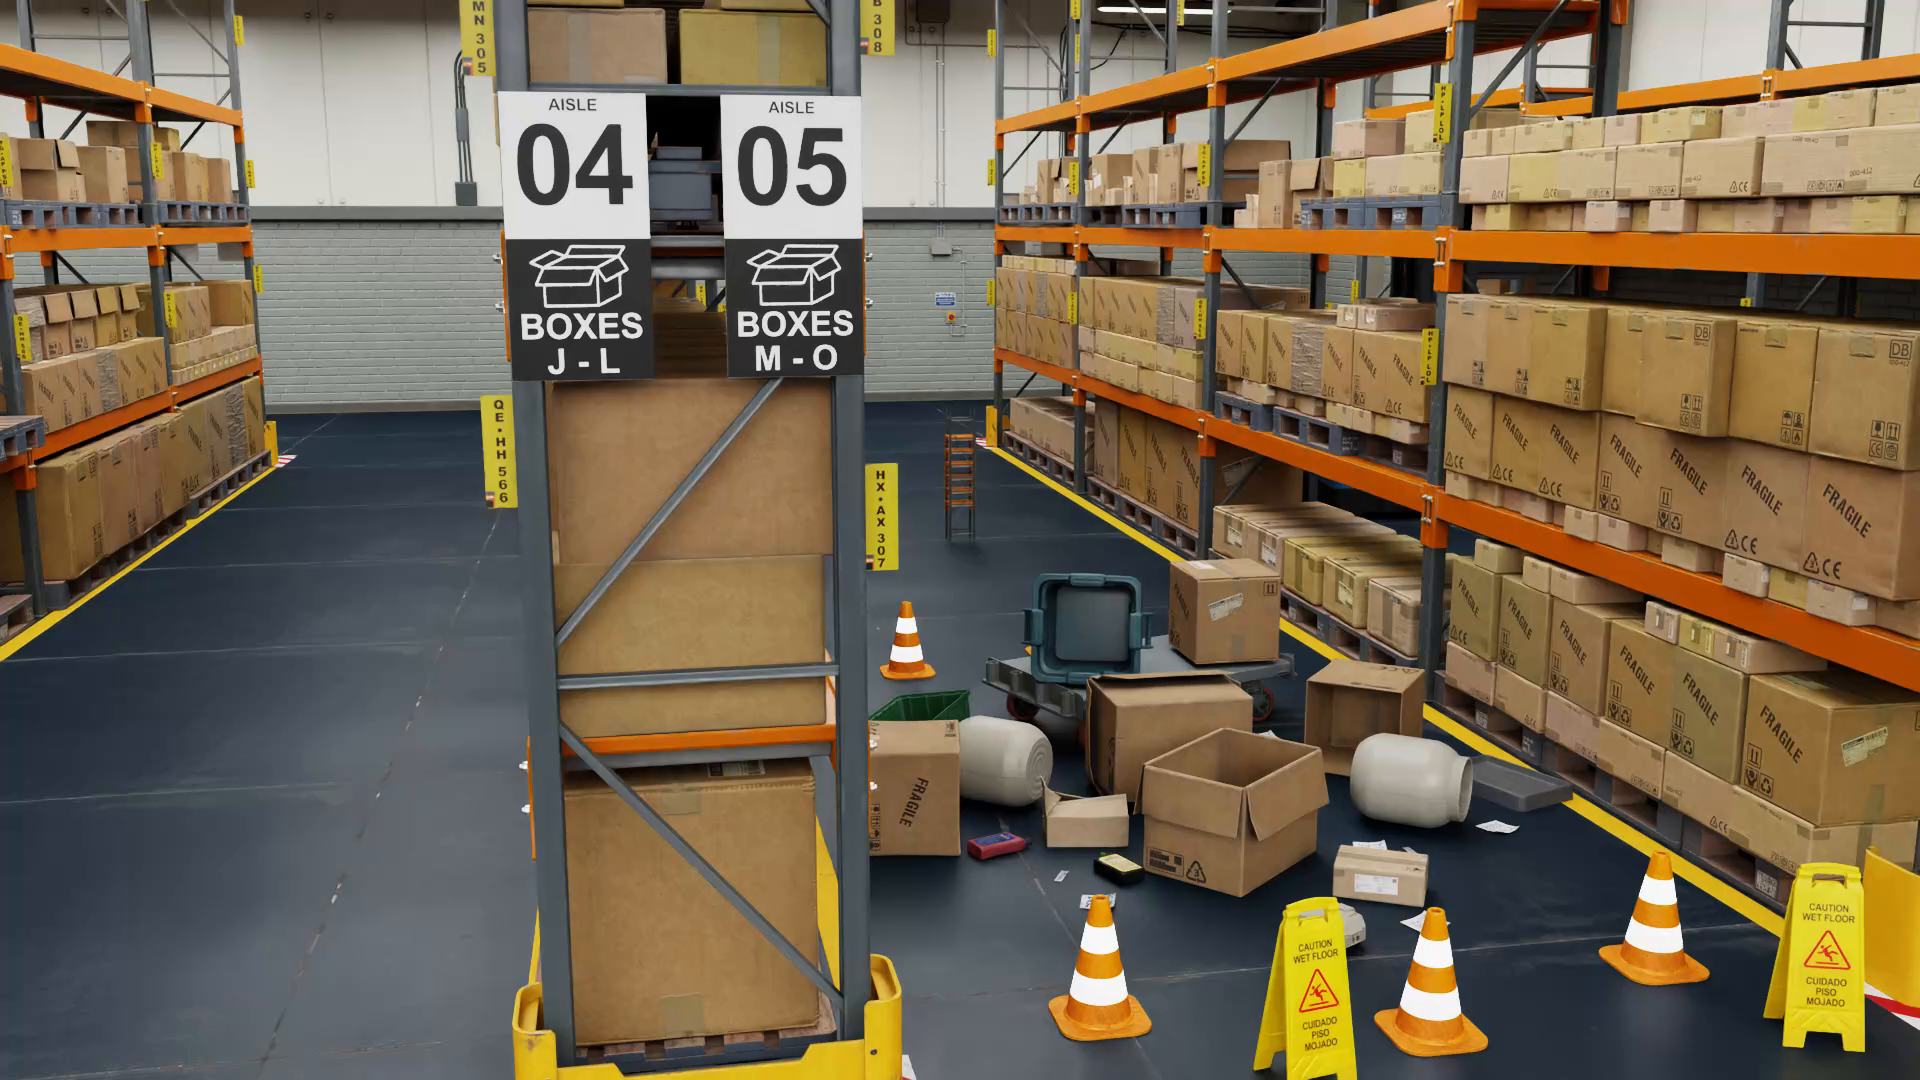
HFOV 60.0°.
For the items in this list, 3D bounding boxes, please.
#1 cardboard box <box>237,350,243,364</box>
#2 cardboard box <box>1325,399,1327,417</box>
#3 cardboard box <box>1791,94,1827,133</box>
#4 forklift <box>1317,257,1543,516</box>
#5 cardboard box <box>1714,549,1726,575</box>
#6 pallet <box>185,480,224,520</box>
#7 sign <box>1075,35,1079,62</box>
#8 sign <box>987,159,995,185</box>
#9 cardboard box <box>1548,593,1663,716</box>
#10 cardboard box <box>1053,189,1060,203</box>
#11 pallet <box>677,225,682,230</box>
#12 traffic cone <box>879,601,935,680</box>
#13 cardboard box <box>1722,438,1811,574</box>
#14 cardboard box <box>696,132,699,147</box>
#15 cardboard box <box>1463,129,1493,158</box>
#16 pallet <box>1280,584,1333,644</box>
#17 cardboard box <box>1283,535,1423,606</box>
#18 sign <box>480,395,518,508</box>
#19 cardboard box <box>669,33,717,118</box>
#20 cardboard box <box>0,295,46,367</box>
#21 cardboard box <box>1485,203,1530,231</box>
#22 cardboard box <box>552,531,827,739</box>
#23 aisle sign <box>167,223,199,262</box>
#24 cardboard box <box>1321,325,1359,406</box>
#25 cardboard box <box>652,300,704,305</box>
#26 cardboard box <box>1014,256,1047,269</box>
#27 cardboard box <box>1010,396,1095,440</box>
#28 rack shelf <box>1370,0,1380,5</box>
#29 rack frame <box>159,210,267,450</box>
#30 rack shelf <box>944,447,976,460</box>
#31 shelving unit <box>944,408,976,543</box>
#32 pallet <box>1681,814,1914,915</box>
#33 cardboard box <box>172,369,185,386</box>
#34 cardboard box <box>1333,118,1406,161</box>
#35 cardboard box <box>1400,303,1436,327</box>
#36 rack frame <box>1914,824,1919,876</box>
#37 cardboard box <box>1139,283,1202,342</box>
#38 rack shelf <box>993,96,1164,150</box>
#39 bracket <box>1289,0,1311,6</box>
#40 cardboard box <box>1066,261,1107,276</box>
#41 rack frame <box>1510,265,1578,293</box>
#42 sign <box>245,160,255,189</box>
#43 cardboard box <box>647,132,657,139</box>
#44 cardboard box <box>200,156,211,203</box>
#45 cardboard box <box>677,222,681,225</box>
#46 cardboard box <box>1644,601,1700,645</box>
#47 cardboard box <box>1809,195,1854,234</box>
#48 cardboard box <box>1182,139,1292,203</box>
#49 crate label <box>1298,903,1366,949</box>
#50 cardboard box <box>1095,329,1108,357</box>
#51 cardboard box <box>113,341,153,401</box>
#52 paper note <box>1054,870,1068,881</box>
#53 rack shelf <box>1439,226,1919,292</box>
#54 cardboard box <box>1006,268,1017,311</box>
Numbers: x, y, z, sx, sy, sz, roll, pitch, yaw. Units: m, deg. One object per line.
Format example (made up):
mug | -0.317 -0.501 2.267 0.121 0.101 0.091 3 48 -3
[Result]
cardboard box | -8.239 -2.042 18.573 0.380 0.149 0.250 -2 11 -10
cardboard box | 2.770 -0.925 11.581 0.380 0.149 0.250 -3 11 -13
cardboard box | 3.620 -1.720 6.730 0.380 0.149 0.250 -2 11 -11
forklift | 5.090 -1.758 16.595 3.031 2.935 1.130 -1 11 -5
cardboard box | 3.593 0.090 7.373 0.380 0.149 0.250 -2 11 -10
pallet | -8.072 -0.397 16.718 1.003 0.211 1.213 -2 11 -11
sign | 1.477 -6.181 20.892 0.100 0.325 0.005 -2 11 -11
sign | 0.397 -4.641 20.988 0.100 0.325 0.005 -2 11 -11
cardboard box | 3.341 0.569 8.408 0.500 0.500 0.500 -2 11 -8
cardboard box | 1.231 -3.744 18.106 0.380 0.149 0.250 -2 11 -10
pallet | -2.161 -2.317 11.832 1.213 0.211 1.003 -2 11 -8
traffic cone | -0.340 0.626 10.669 0.336 0.463 0.334 -2 11 -11
cardboard box | 3.585 -0.161 6.956 0.500 0.500 0.500 -2 11 -11
cardboard box | -0.878 -1.590 6.785 0.380 0.149 0.250 -2 11 -11
cardboard box | 3.017 -2.190 9.197 0.380 0.149 0.250 -2 11 -12
pallet | 2.882 0.485 12.083 1.003 0.211 1.213 -2 11 -11
cardboard box | 2.891 0.212 11.967 0.950 0.372 0.625 -2 11 -9
sign | -1.317 -0.254 4.776 0.100 0.325 0.005 -2 11 -11
cardboard box | -0.724 -1.578 5.657 0.500 0.250 0.500 -2 11 -12
cardboard box | -7.349 -1.568 12.460 0.797 0.503 0.637 -2 11 -9
cardboard box | 3.090 -1.752 9.026 0.380 0.149 0.250 -2 11 -11
cardboard box | -0.899 0.274 5.331 0.875 0.550 0.550 -2 11 -11
aisle sign | -9.087 -3.638 19.333 0.394 0.787 0.004 -2 11 -11
cardboard box | 2.769 -1.181 11.195 0.500 0.500 0.500 -2 11 -9
cardboard box | -2.161 -1.418 11.681 0.700 0.500 0.500 -2 11 -12
cardboard box | 0.867 -3.357 20.137 0.380 0.149 0.250 -2 11 -13
cardboard box | 1.169 -1.549 21.041 0.875 0.438 0.875 -3 11 -13
rack shelf | 6.199 -6.759 19.678 1.077 0.370 4.000 -2 11 -11
rack frame | -8.779 -2.358 19.564 1.000 3.000 0.127 -2 11 -11
rack shelf | 0.003 -0.779 15.034 0.258 0.103 0.180 -2 11 -11
shelving unit | 0.003 -0.587 15.070 0.258 1.200 0.189 -2 11 -11
pallet | 3.916 1.422 7.163 1.003 0.211 1.213 -2 11 -11
cardboard box | -7.732 -1.568 16.082 0.380 0.149 0.250 -2 11 -11
cardboard box | 2.818 -2.657 11.055 0.500 0.250 0.500 -2 11 -10
cardboard box | 3.219 -1.533 11.305 0.380 0.149 0.250 -1 11 -8
rack frame | 4.054 0.216 6.040 1.000 3.000 0.127 -2 11 -11
cardboard box | 1.943 -2.062 15.067 0.500 0.500 0.500 -2 11 -11
rack shelf | 1.331 -4.749 19.074 1.077 0.370 4.000 -2 11 -11
bracket | 5.198 -8.718 27.307 0.076 0.066 5.218 -2 11 -11
cardboard box | 1.348 -2.889 17.675 0.380 0.149 0.250 -2 11 -12
rack frame | 6.588 -2.166 18.555 1.000 3.000 0.127 -2 11 -11
sign | -8.244 -4.245 19.298 0.100 0.325 0.005 -2 11 -11
cardboard box | -1.541 -1.836 7.011 0.500 0.250 0.500 -2 11 -12
cardboard box | -8.634 -3.935 18.169 0.700 0.500 0.500 -3 11 -13
cardboard box | -2.188 -2.690 13.017 0.500 0.500 0.500 -2 11 -11
cardboard box | 3.410 0.376 7.687 0.380 0.149 0.250 -2 11 -9
cardboard box | 3.611 -1.284 6.569 0.380 0.149 0.250 -2 11 -9
cardboard box | 2.277 -3.046 13.754 0.797 0.503 0.637 -3 11 -15
crate label | 1.469 1.551 6.681 0.250 0.136 0.298 -9 14 -40
cardboard box | 1.658 -1.971 16.595 0.500 0.250 0.500 -2 11 -10
cardboard box | -7.552 -1.507 14.824 0.500 0.500 0.500 -2 11 -9
paper note | 0.449 1.486 7.360 0.032 0.001 0.123 4 11 18
rack shelf | 3.665 -1.271 7.754 1.077 0.370 4.000 -2 11 -11
cardboard box | 0.863 -3.066 20.341 0.500 0.500 0.500 -2 11 -13
